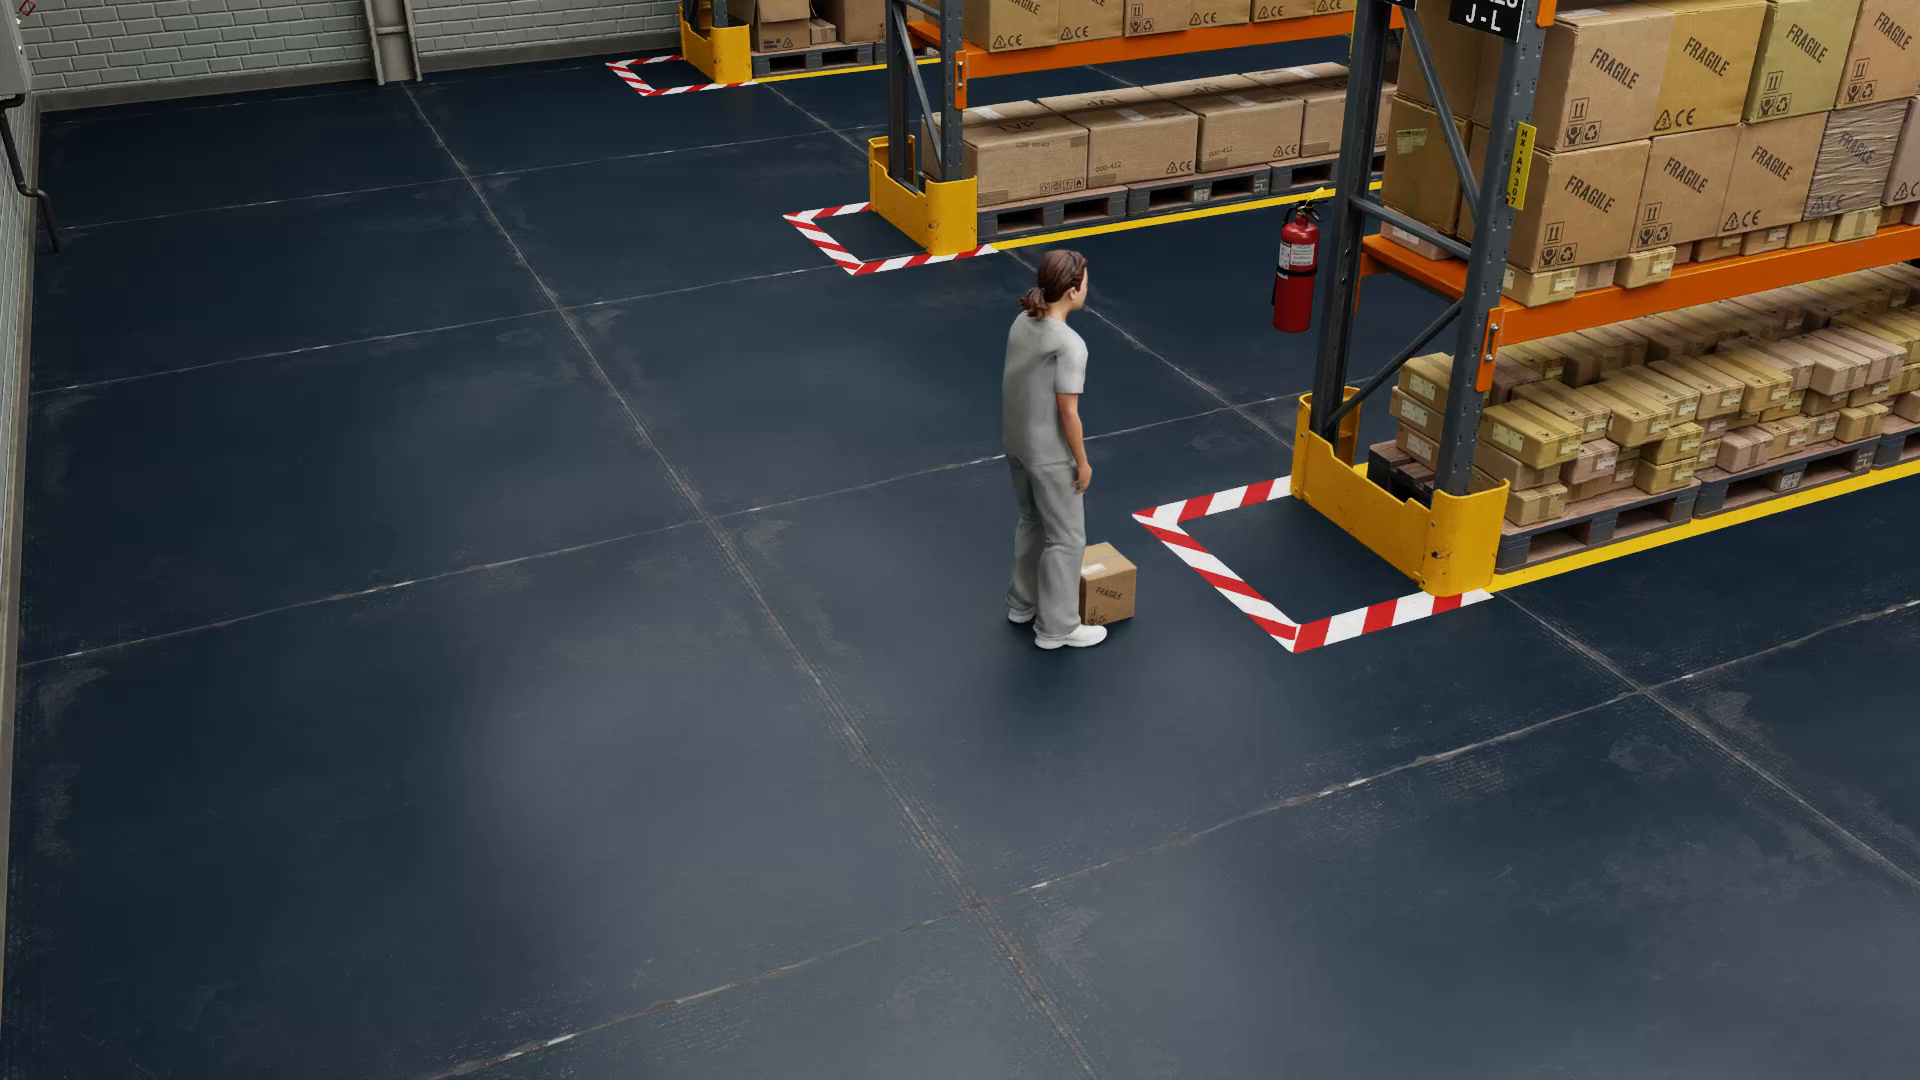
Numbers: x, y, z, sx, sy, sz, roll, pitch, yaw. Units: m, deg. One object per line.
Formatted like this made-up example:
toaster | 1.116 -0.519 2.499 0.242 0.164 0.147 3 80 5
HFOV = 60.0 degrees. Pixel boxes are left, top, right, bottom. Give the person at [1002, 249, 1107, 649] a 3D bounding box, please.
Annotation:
person | 0.367 -0.356 6.780 0.361 1.651 0.513 -15 33 -25
